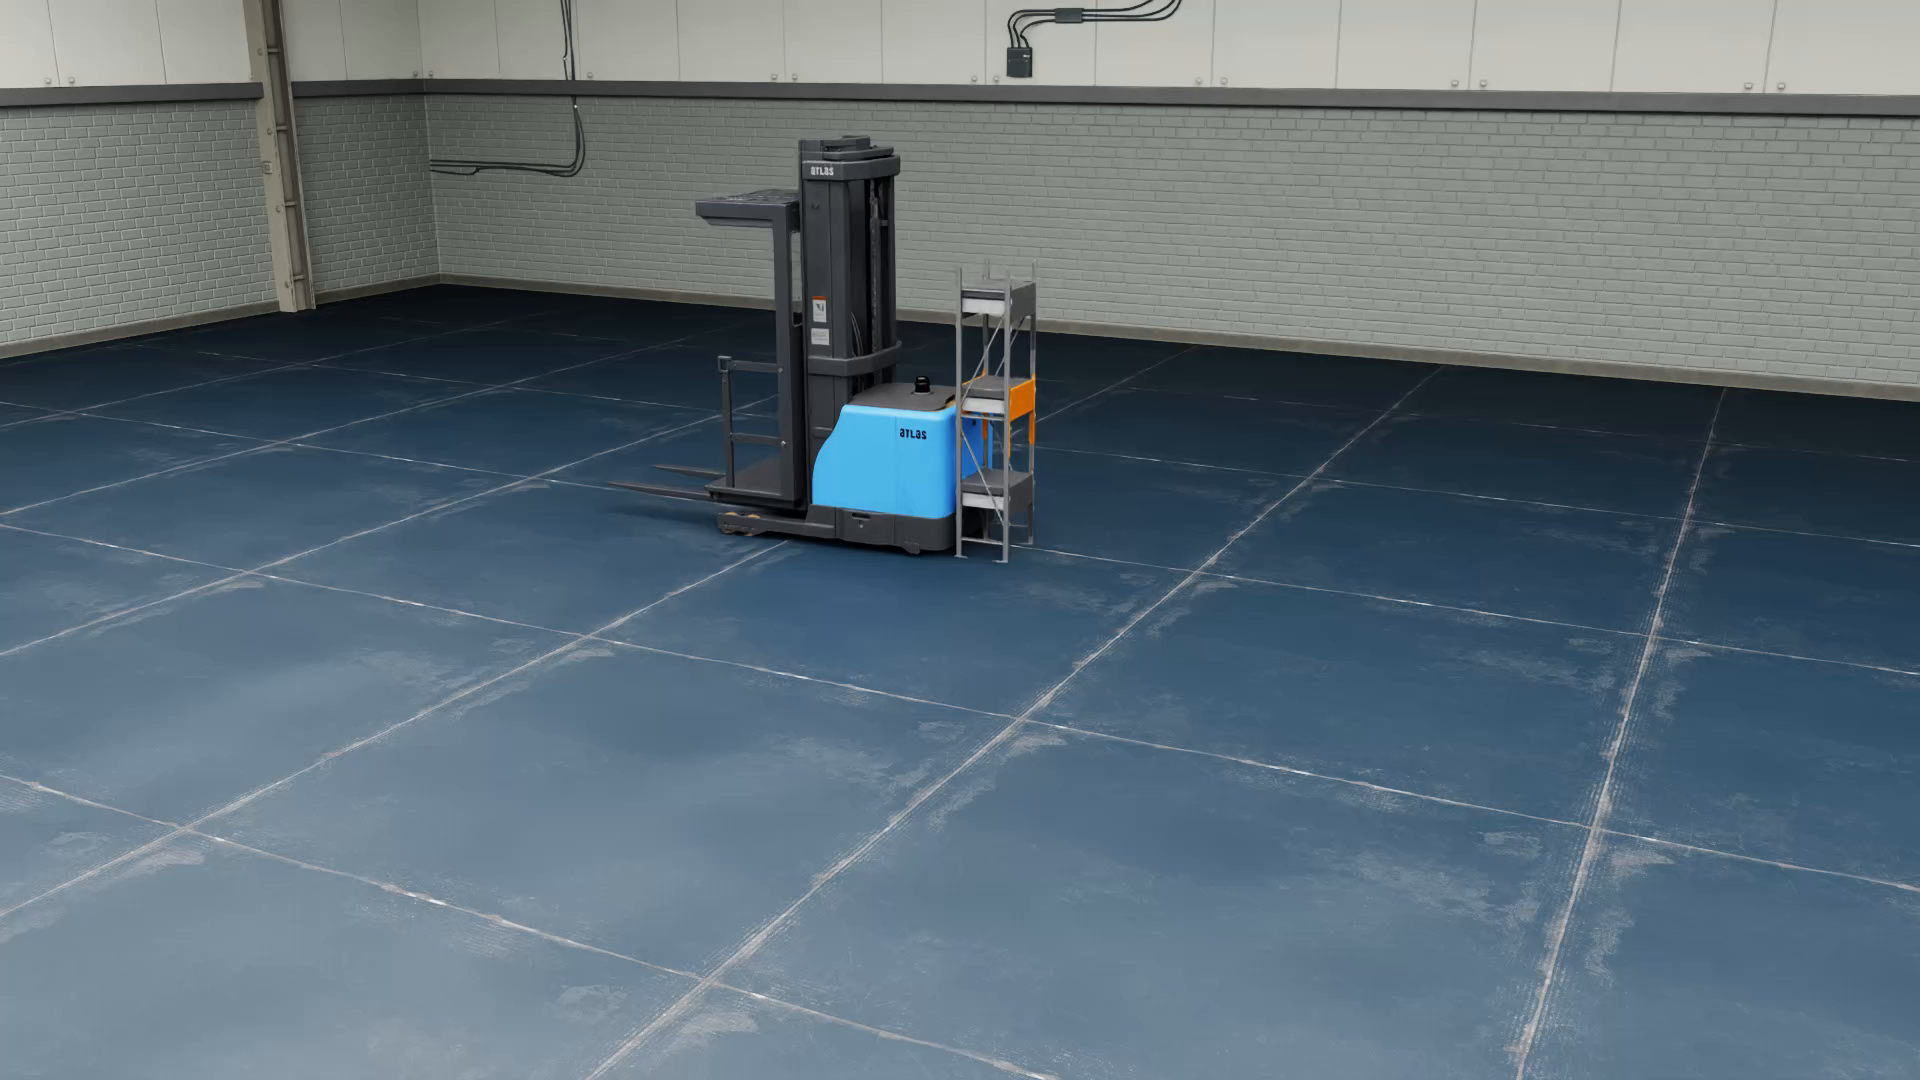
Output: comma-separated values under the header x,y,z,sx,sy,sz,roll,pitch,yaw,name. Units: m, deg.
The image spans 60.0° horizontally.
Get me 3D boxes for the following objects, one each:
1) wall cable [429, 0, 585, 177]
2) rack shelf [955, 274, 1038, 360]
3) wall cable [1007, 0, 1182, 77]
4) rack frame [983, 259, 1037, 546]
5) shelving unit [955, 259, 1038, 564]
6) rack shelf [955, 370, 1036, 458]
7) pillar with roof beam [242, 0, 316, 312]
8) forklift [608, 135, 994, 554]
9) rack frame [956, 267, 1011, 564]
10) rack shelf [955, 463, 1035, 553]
x,y,z,sx,sy,sz,roll,pitch,yaw,name
-6.853,-6.659,24.593,3.097,2.526,0.112,8,18,25,wall cable
0.259,-1.581,11.750,0.431,0.518,0.480,7,18,23,rack shelf
1.633,-8.566,19.586,2.305,6.003,0.169,8,18,25,wall cable
0.358,-0.987,12.160,0.400,2.100,0.015,7,18,23,rack frame
0.259,-0.923,11.946,0.431,2.100,0.503,7,18,23,shelving unit
0.259,-0.910,11.950,0.431,0.518,0.480,7,18,23,rack shelf
-5.501,-7.018,20.347,9.100,9.000,0.400,8,18,25,pillar with roof beam
-1.297,-1.559,12.626,3.031,2.935,1.130,7,18,23,forklift
0.160,-0.860,11.732,0.400,2.100,0.015,7,18,23,rack frame
0.259,-0.239,12.149,0.431,0.518,0.480,7,18,23,rack shelf
